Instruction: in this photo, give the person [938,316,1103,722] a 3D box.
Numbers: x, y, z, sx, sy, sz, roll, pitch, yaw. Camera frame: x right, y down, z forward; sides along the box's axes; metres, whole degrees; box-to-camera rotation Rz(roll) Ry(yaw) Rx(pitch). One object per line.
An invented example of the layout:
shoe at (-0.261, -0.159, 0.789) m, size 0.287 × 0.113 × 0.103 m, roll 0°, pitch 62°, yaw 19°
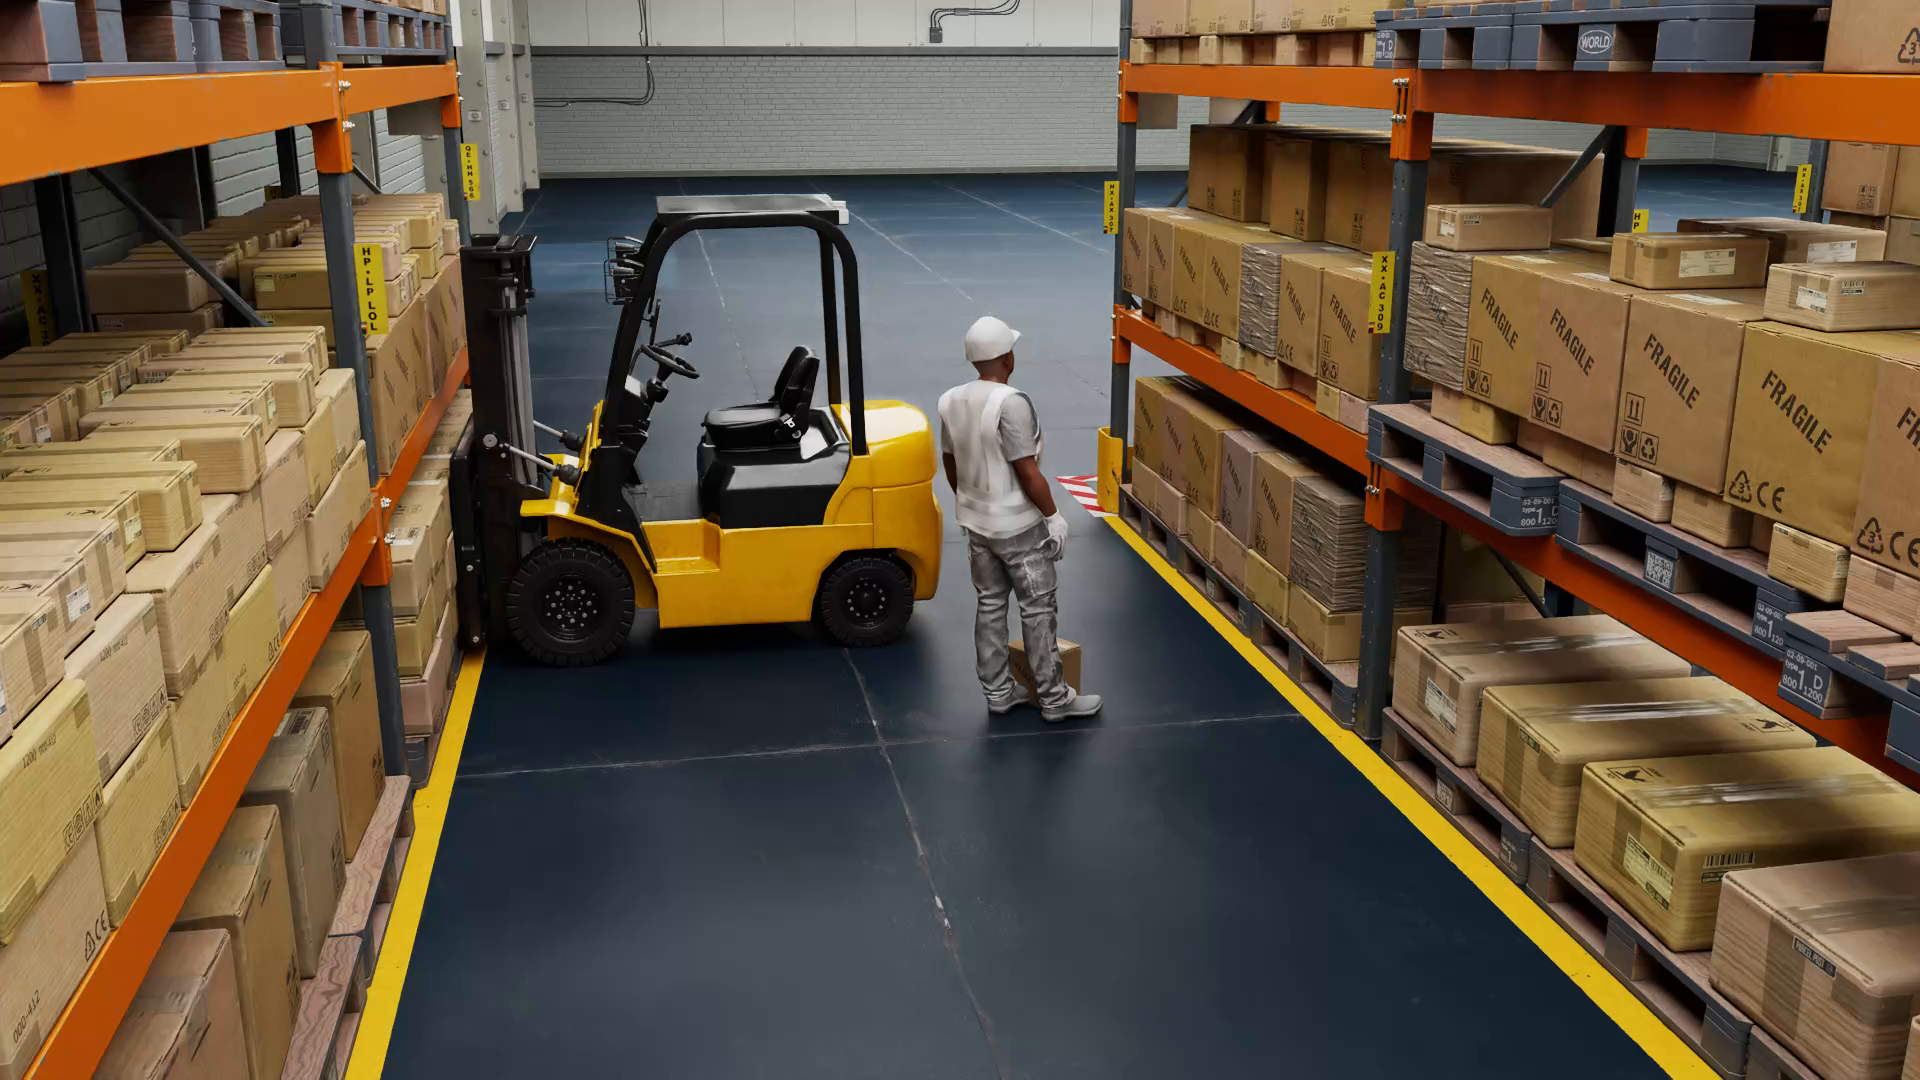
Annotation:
person at (0.250, -0.100, 7.308) m, size 0.577 × 1.782 × 0.656 m, roll -13°, pitch 21°, yaw -38°
